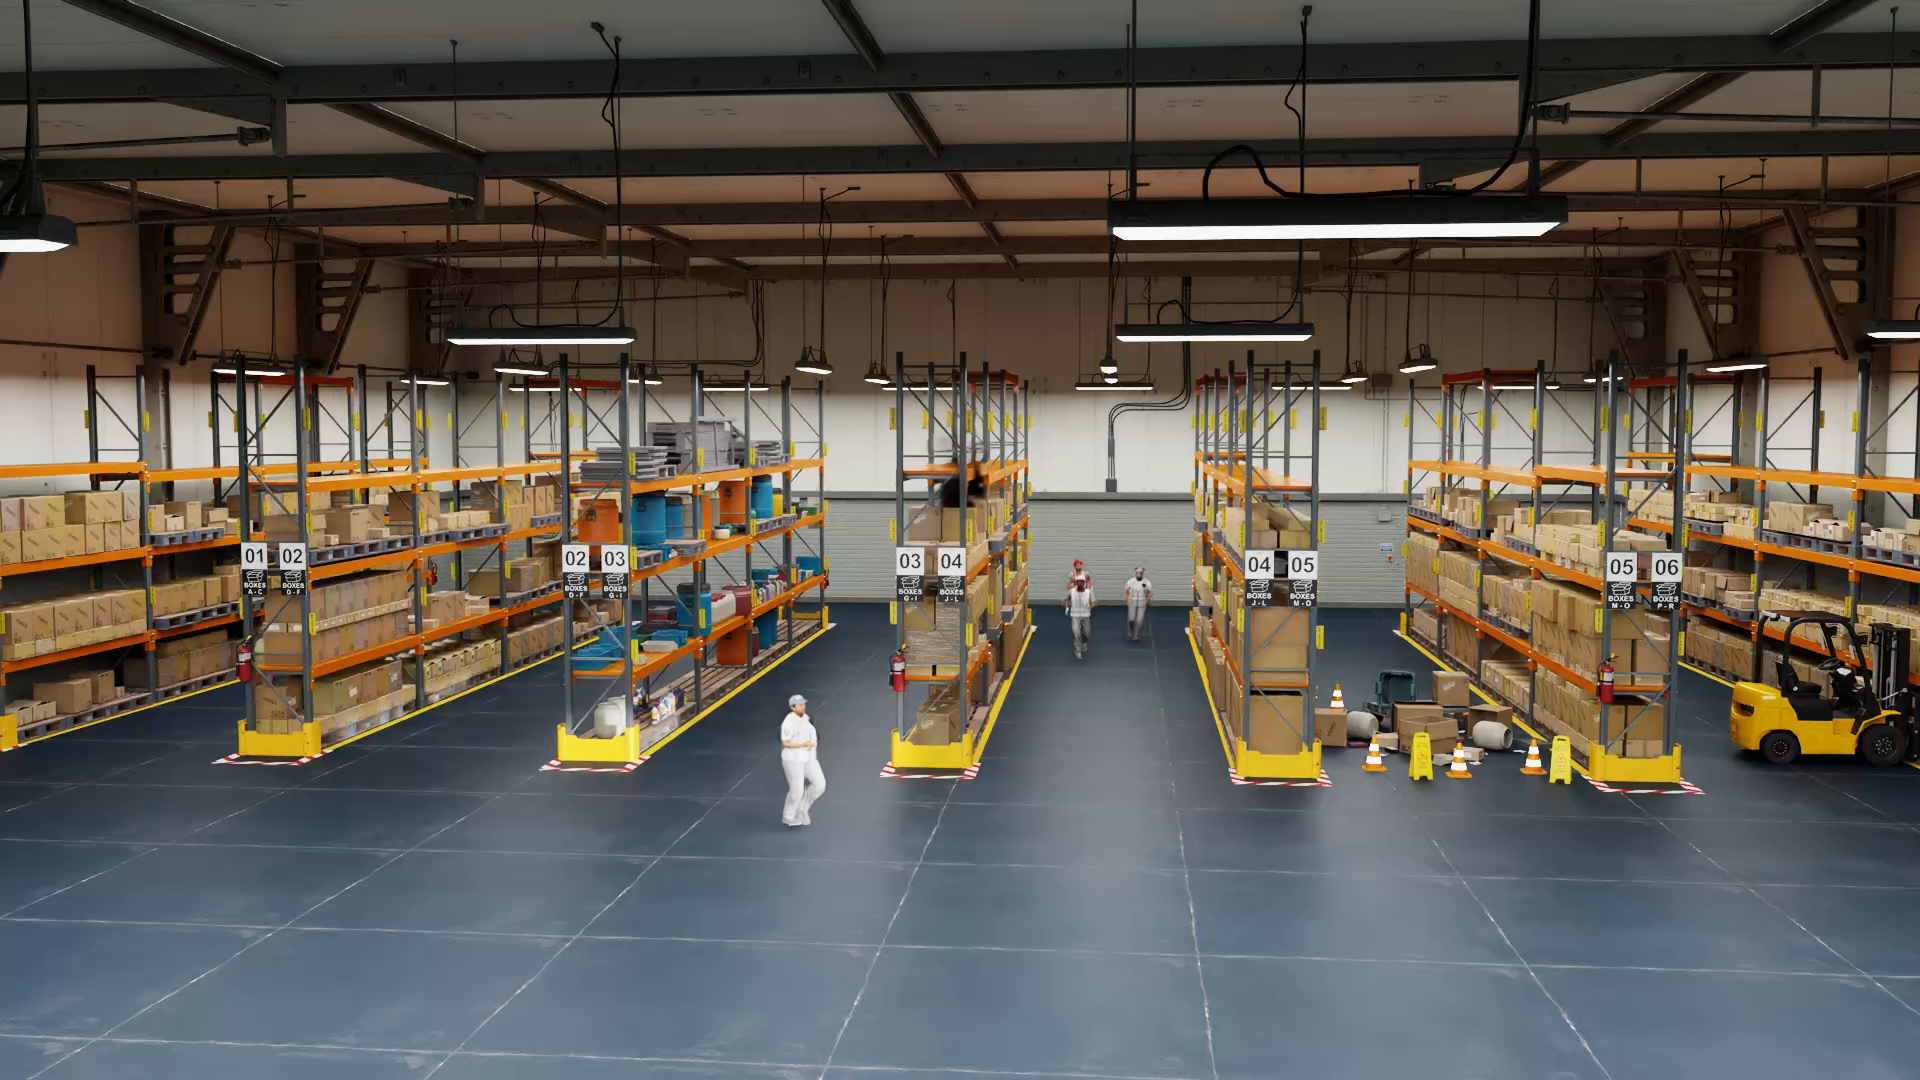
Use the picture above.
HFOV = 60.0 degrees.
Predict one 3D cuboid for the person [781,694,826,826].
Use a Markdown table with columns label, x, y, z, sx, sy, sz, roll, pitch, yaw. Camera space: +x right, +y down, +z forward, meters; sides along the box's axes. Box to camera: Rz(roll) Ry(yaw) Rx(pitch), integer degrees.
| label | x | y | z | sx | sy | sz | roll | pitch | yaw |
| --- | --- | --- | --- | --- | --- | --- | --- | --- | --- |
| person | -1.929 | 2.729 | 20.484 | 0.603 | 1.656 | 0.588 | 3 | 5 | 37 |

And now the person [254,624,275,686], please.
| label | x | y | z | sx | sy | sz | roll | pitch | yaw |
| --- | --- | --- | --- | --- | --- | --- | --- | --- | --- |
| person | -11.435 | 2.201 | 27.343 | 0.574 | 1.653 | 0.970 | 0 | 4 | 2 |

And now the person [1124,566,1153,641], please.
| label | x | y | z | sx | sy | sz | roll | pitch | yaw |
| --- | --- | --- | --- | --- | --- | --- | --- | --- | --- |
| person | 4.059 | 1.453 | 37.880 | 0.659 | 1.721 | 0.594 | 1 | 4 | 9 |

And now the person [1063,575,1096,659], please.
| label | x | y | z | sx | sy | sz | roll | pitch | yaw |
| --- | --- | --- | --- | --- | --- | --- | --- | --- | --- |
| person | 2.540 | 1.626 | 35.199 | 0.697 | 1.756 | 0.872 | 0 | 4 | 2 |

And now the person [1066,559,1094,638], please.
| label | x | y | z | sx | sy | sz | roll | pitch | yaw |
| --- | --- | --- | --- | --- | --- | --- | --- | --- | --- |
| person | 2.803 | 1.367 | 38.841 | 0.681 | 1.841 | 0.670 | 0 | 4 | 0 |
